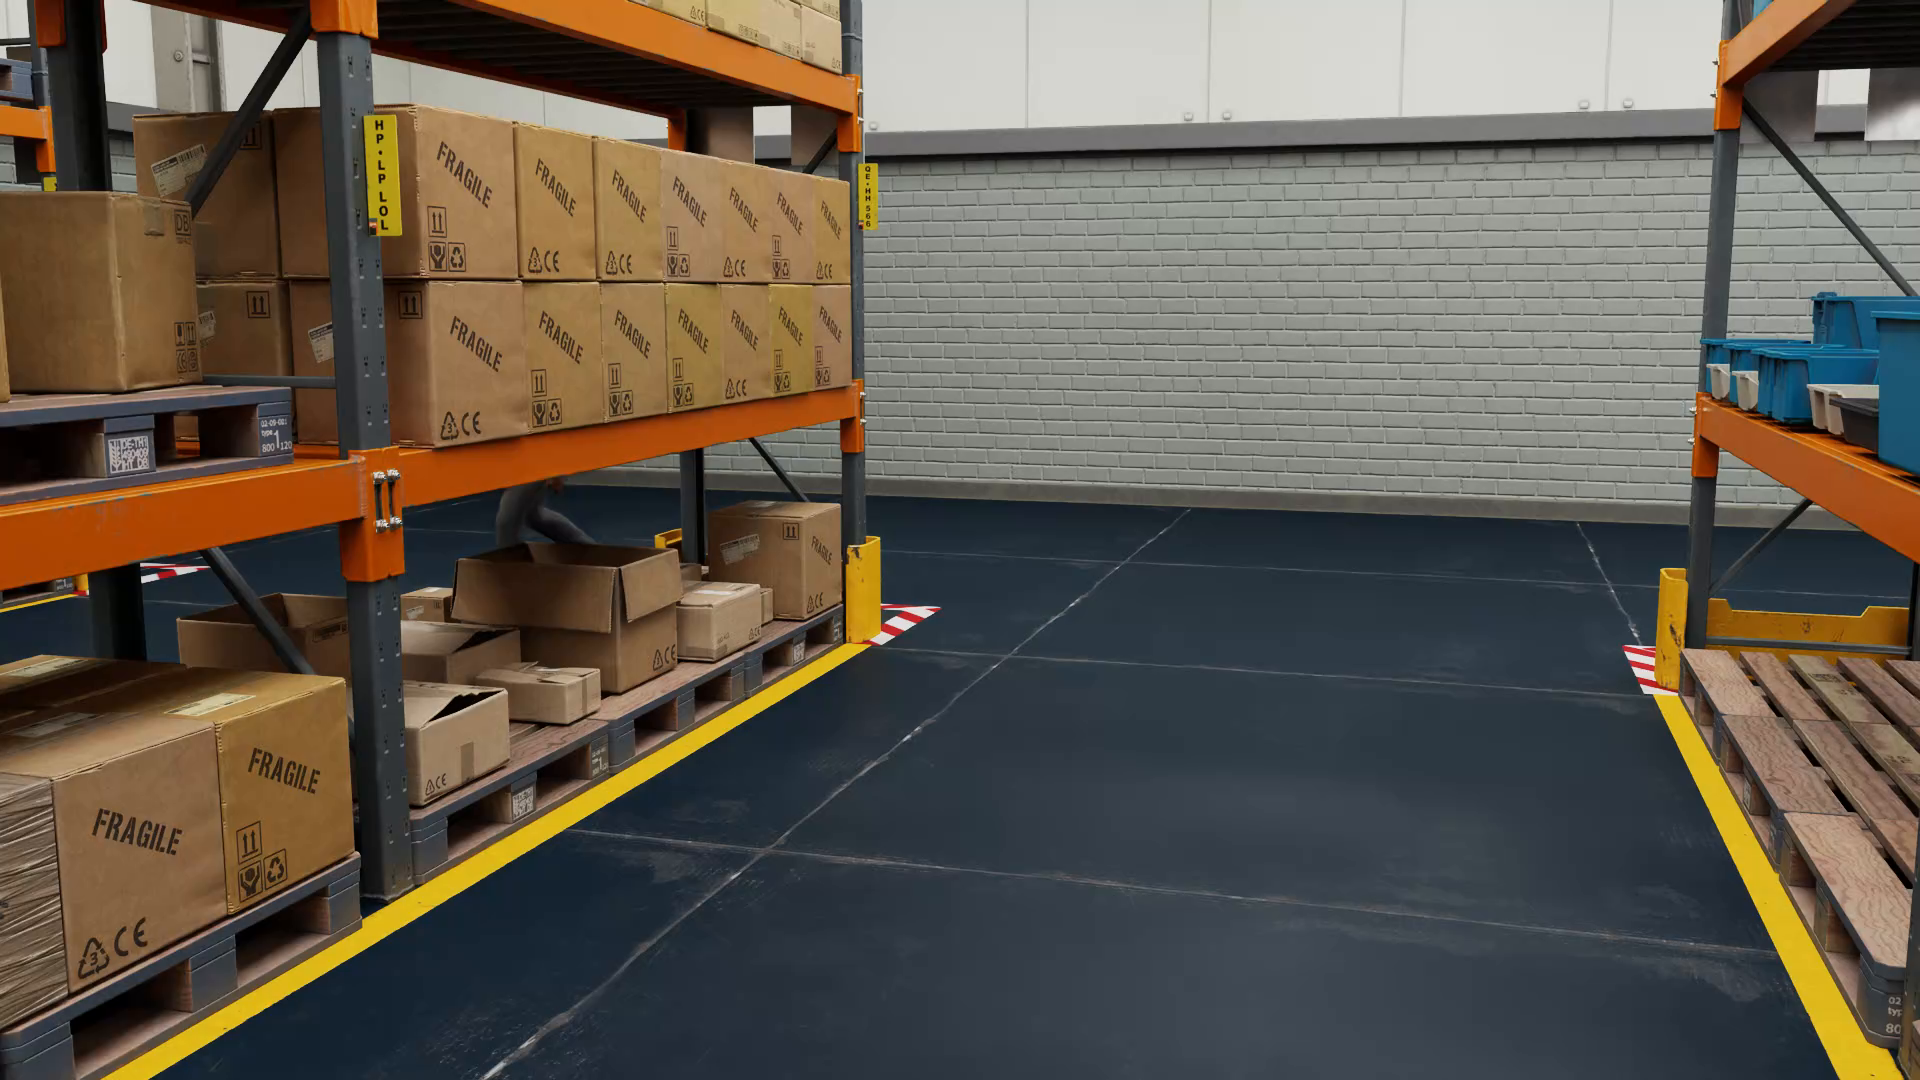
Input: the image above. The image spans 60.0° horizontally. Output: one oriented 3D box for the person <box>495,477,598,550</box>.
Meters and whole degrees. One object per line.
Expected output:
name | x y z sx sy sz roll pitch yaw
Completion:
person | -2.435 -0.473 9.584 0.922 1.602 0.541 -8 11 -42
